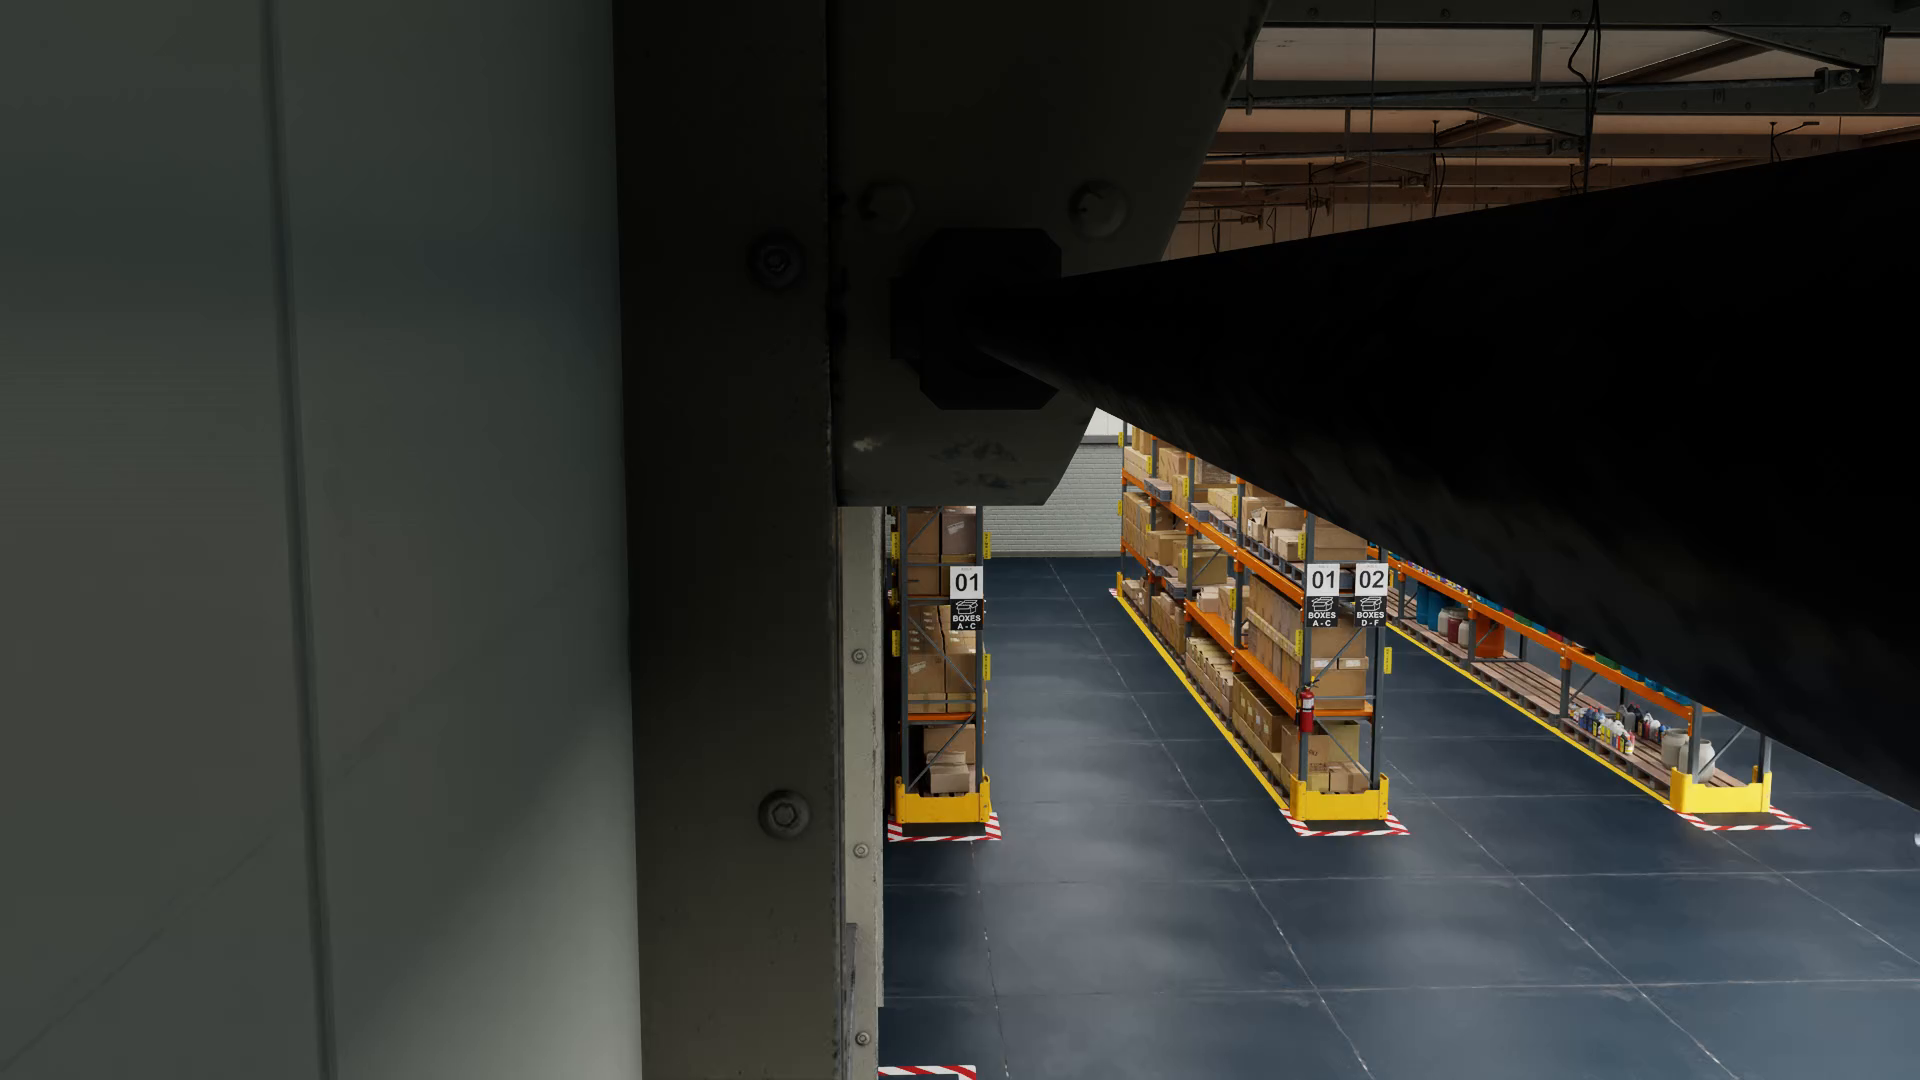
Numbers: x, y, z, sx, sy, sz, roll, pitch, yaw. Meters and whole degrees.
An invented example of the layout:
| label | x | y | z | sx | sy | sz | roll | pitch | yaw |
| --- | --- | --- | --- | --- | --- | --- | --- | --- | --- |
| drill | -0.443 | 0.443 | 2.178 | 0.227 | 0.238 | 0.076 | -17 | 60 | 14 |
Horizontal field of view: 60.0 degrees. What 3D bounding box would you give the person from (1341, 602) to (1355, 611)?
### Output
| label | x | y | z | sx | sy | sz | roll | pitch | yaw |
| --- | --- | --- | --- | --- | --- | --- | --- | --- | --- |
| person | 6.895 | 1.318 | 29.834 | 0.579 | 1.647 | 0.924 | -2 | 8 | -16 |
